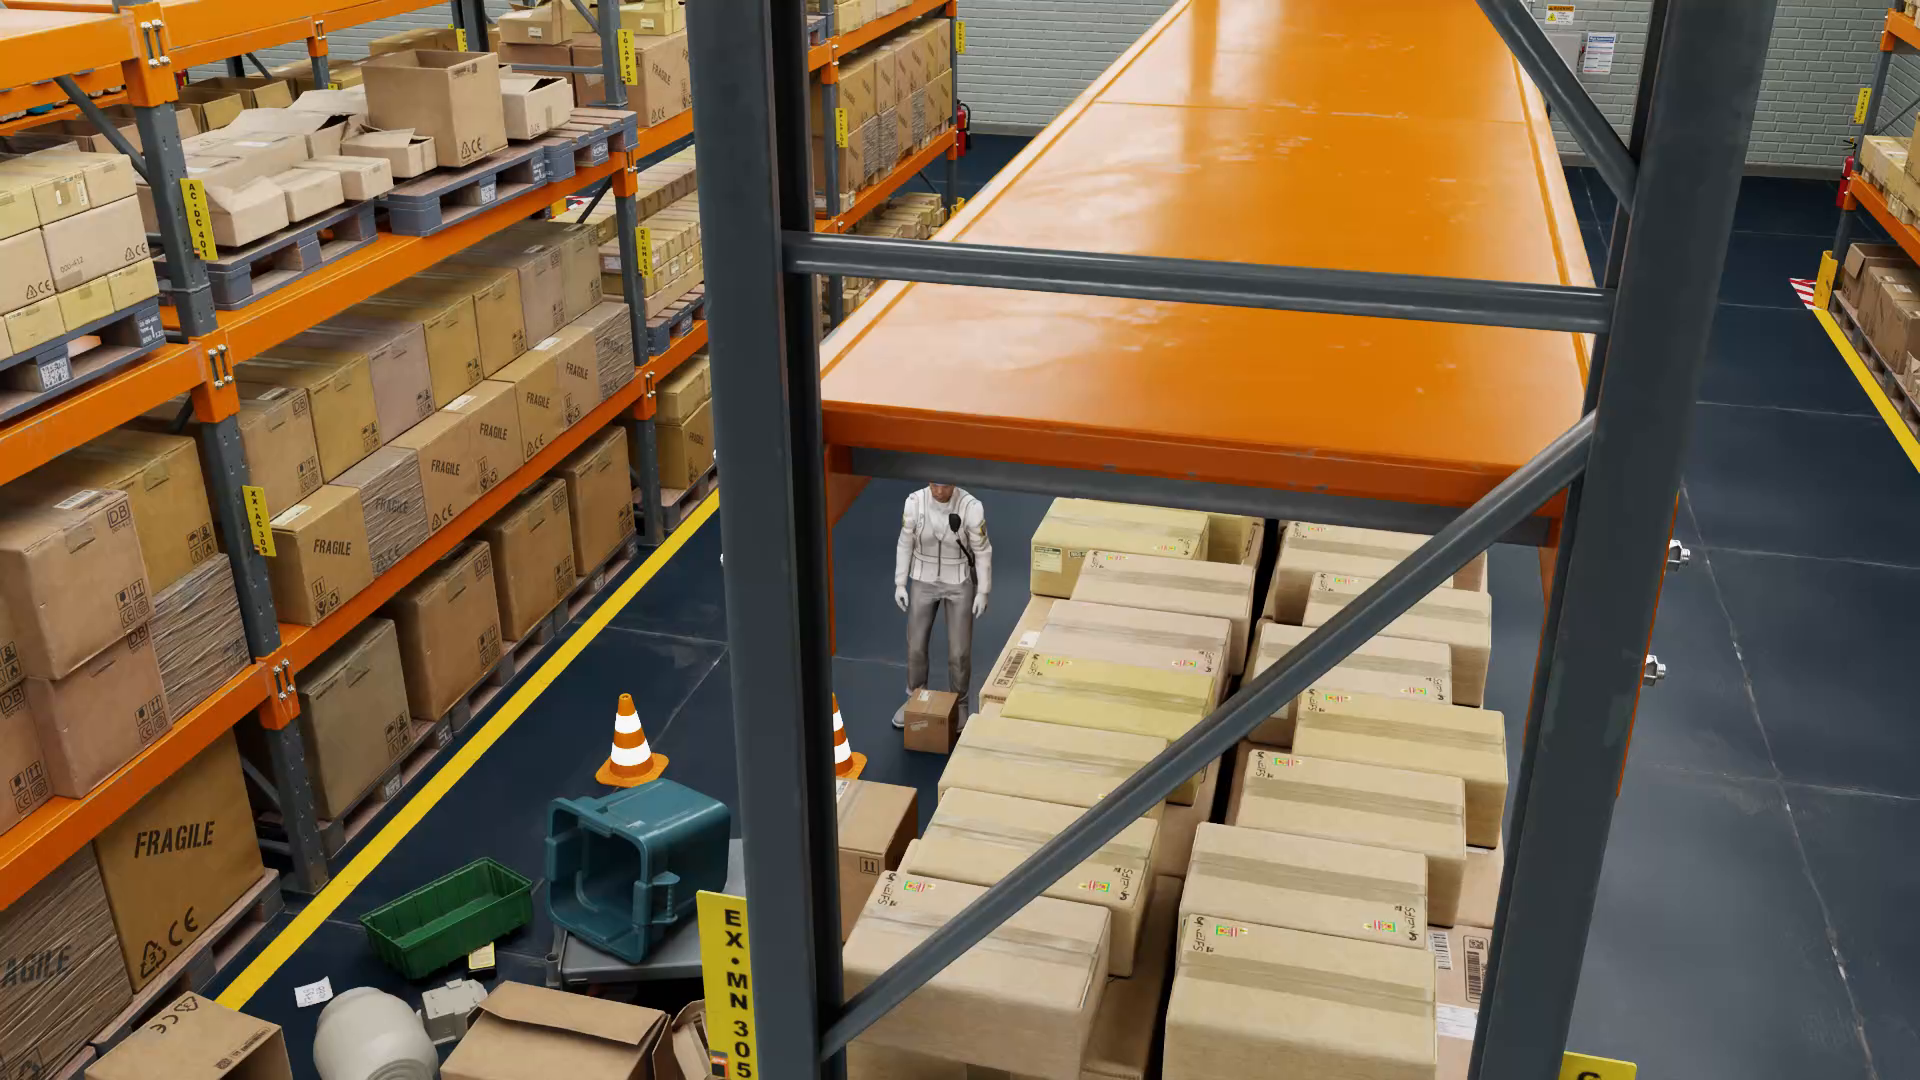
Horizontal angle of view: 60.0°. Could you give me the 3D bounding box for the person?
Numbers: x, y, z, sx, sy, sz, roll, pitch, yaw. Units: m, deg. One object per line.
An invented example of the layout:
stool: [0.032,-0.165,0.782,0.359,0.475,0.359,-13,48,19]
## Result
person: [-0.099,0.269,9.125,0.540,1.664,0.375,6,26,11]
